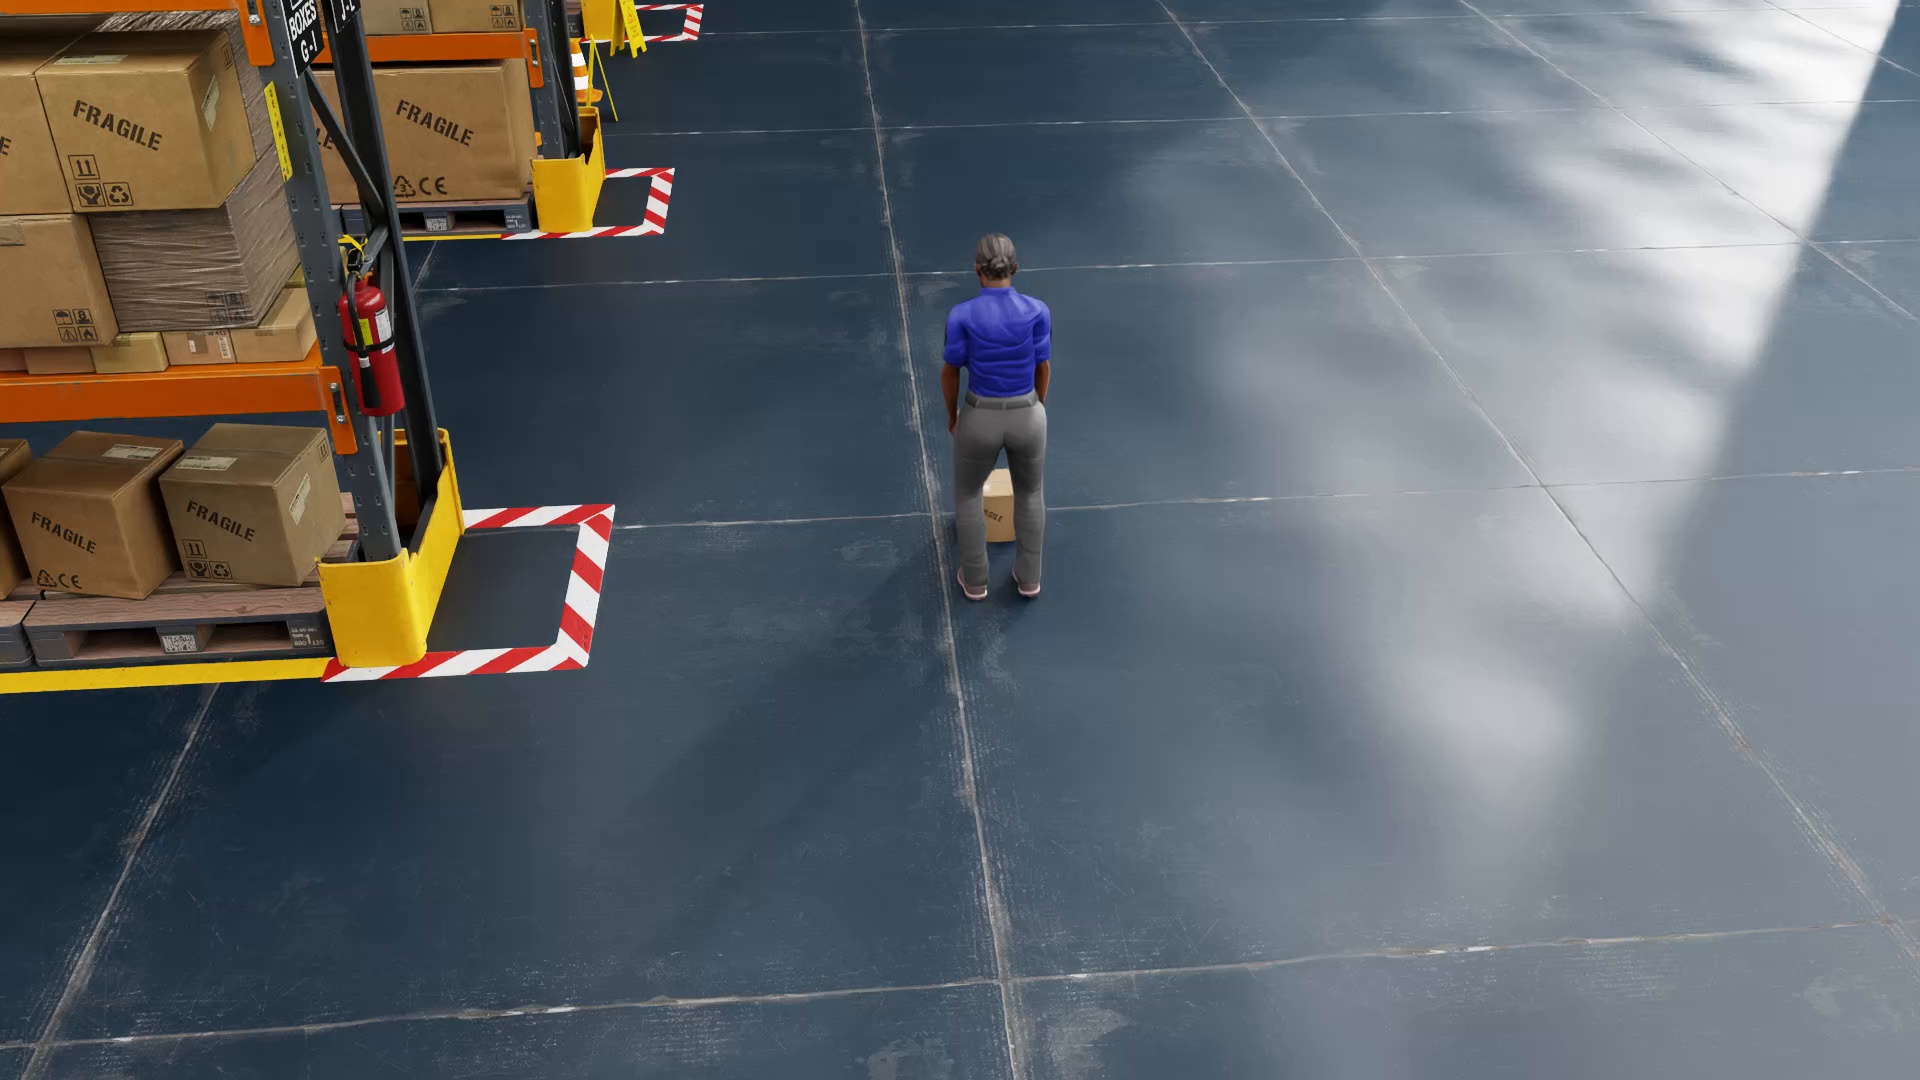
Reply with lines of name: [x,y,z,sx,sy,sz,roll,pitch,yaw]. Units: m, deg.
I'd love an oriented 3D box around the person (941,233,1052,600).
person: [0.147,-0.483,6.985,0.453,1.618,0.366,-2,31,-3]
